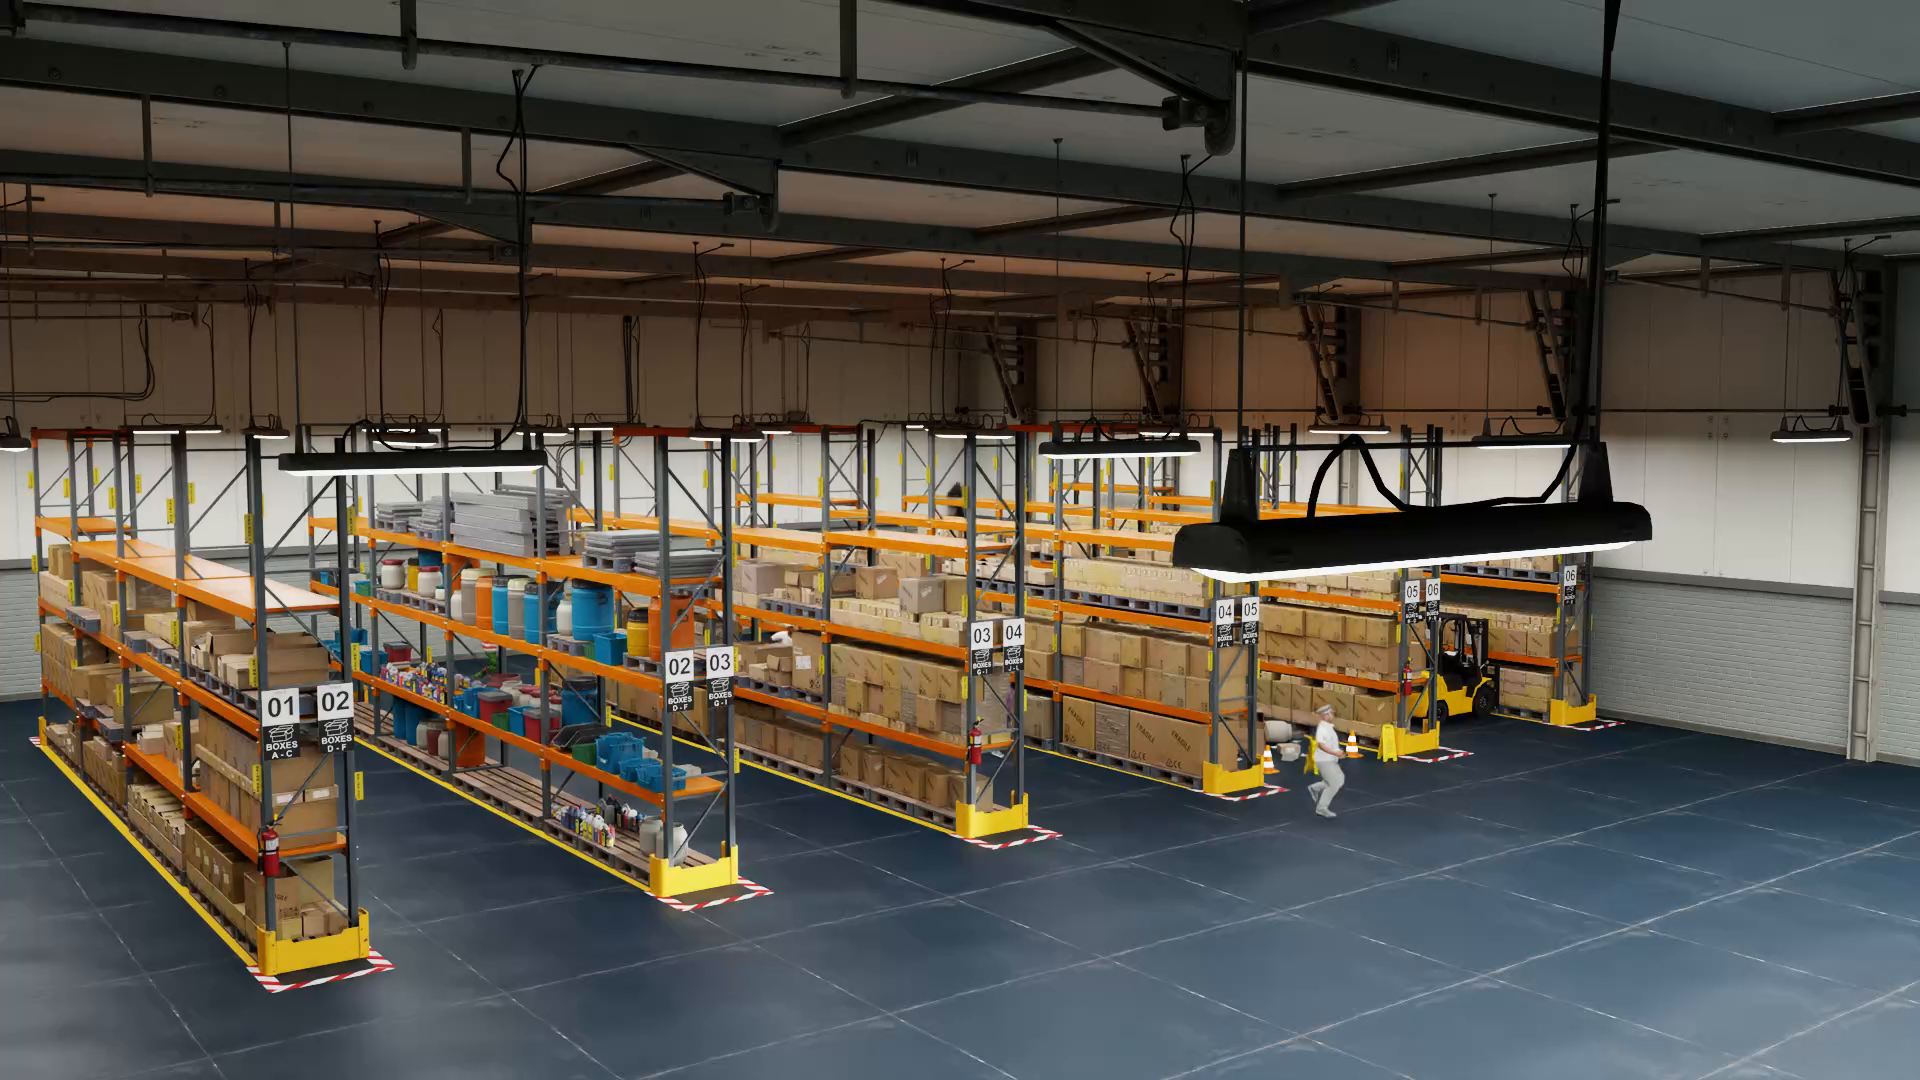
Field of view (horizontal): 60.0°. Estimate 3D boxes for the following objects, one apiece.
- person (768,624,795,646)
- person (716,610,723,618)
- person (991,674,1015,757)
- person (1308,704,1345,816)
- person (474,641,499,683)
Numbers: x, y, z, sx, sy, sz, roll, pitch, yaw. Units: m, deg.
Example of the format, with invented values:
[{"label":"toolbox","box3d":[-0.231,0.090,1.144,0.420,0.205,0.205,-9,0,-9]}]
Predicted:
[{"label":"person","box3d":[-3.751,2.625,36.153,0.729,1.785,0.835,-4,6,-40]},{"label":"person","box3d":[-5.999,2.277,41.437,0.535,1.613,0.622,-3,5,-35]},{"label":"person","box3d":[0.819,3.188,30.230,0.571,1.547,0.623,-4,6,-41]},{"label":"person","box3d":[5.759,3.443,26.097,0.584,1.736,0.697,1,5,18]},{"label":"person","box3d":[-10.674,2.510,37.654,0.798,1.775,0.662,-3,5,-34]}]
